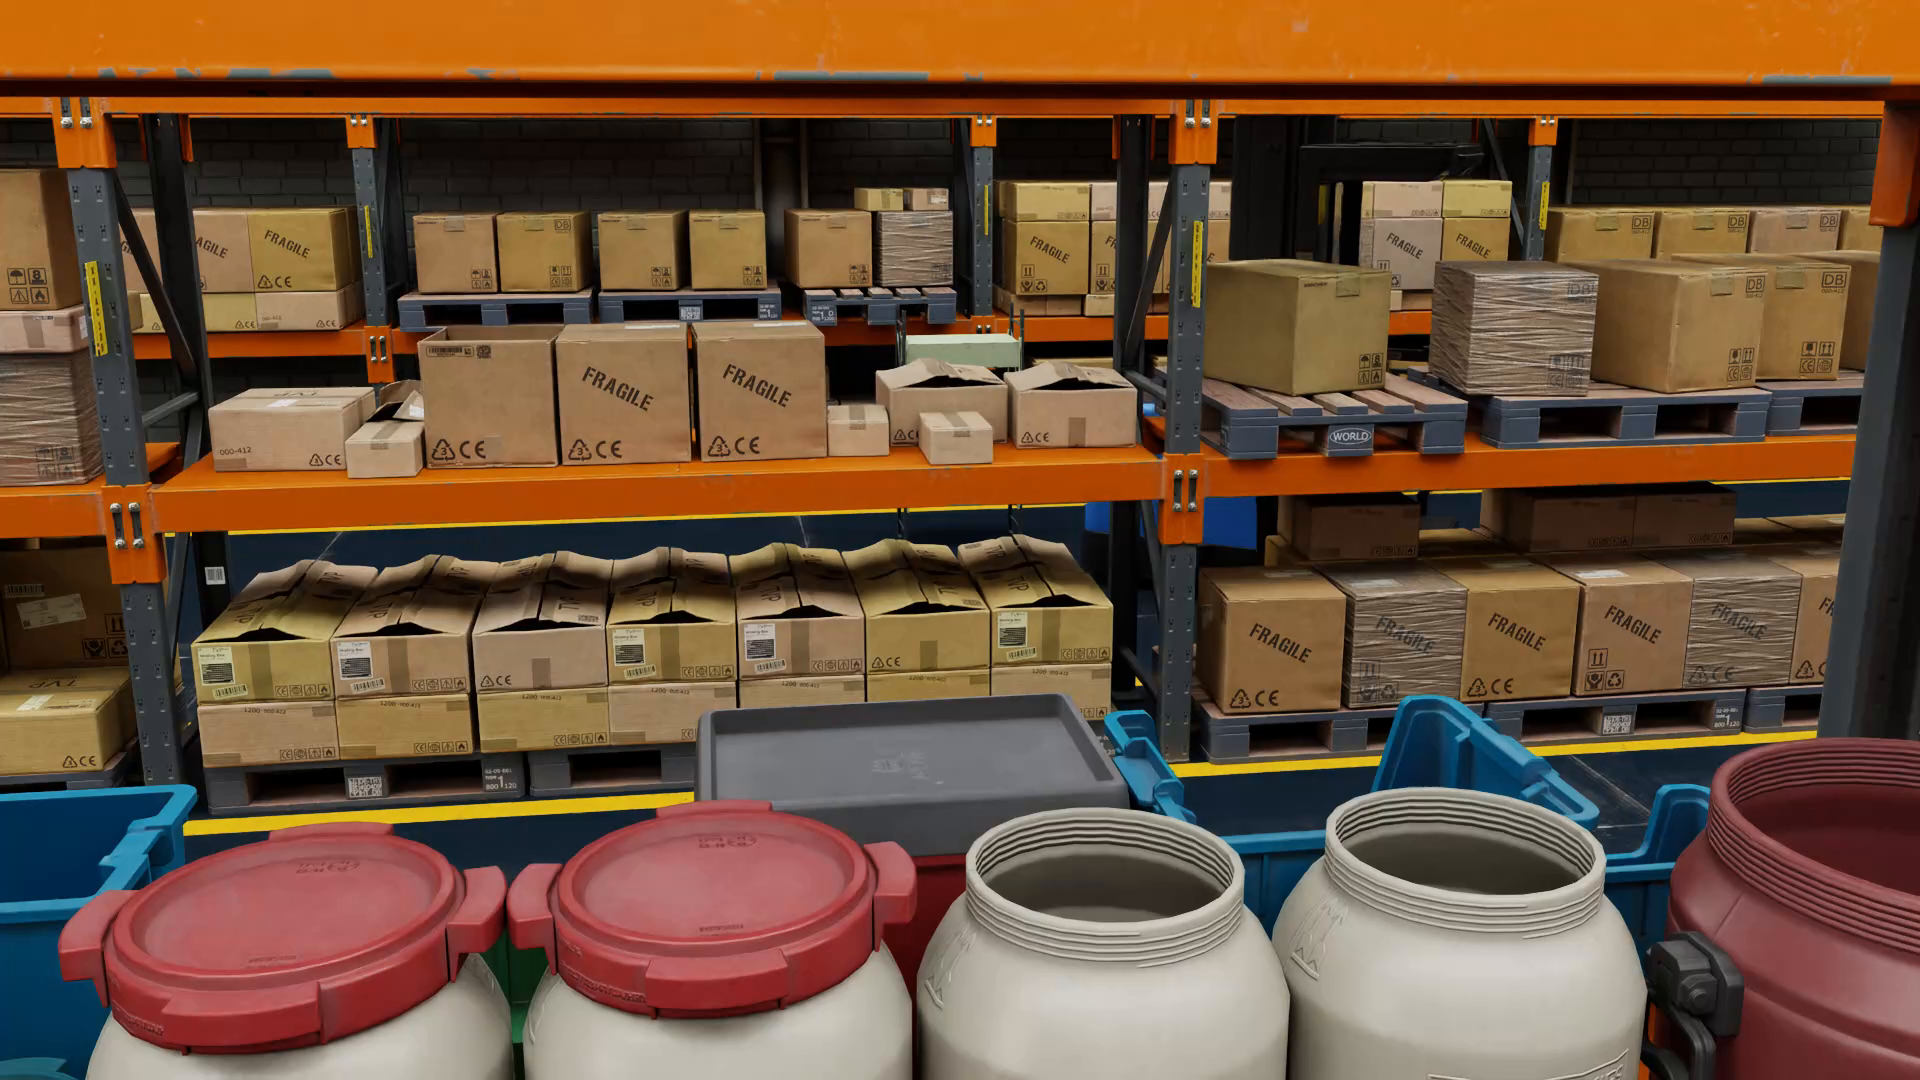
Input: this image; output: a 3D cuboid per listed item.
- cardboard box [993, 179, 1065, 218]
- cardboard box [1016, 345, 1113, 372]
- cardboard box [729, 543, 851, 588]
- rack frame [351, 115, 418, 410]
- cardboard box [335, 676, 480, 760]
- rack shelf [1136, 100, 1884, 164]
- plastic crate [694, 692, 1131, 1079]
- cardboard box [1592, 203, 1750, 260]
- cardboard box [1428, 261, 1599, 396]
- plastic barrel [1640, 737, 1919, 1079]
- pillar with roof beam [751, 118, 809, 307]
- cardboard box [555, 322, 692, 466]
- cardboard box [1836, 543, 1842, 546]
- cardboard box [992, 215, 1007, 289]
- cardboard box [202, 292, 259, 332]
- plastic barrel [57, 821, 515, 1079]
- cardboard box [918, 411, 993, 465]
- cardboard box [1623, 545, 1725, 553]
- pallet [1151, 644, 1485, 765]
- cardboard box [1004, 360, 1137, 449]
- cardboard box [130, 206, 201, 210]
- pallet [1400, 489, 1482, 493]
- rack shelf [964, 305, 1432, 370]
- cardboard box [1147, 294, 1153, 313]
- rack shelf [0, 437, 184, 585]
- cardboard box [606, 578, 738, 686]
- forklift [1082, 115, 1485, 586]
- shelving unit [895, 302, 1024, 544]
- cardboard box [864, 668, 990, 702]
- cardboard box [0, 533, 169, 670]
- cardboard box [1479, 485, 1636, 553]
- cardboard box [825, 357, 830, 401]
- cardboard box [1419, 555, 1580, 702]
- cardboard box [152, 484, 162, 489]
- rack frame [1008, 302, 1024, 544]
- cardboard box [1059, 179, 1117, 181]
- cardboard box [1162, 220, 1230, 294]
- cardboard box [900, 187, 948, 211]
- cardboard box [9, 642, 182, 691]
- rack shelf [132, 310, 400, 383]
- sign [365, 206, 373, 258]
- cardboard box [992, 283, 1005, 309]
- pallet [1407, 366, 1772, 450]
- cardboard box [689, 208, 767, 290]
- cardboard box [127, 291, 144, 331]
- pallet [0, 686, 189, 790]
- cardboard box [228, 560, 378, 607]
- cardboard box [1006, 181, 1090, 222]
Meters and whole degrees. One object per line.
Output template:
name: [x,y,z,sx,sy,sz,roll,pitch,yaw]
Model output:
cardboard box: [0.496,-2.471,12.010,0.500,0.250,0.500,-2,14,-7]
cardboard box: [0.833,-0.982,12.029,0.750,0.750,0.750,-2,14,-9]
cardboard box: [-0.757,0.210,7.353,0.500,0.311,0.500,-2,14,-10]
rack frame: [-3.869,-1.681,11.260,0.127,3.000,1.000,-2,14,-8]
cardboard box: [-2.186,0.667,6.686,0.500,0.250,0.500,-2,14,-7]
rack shelf: [2.805,-1.813,7.099,4.000,0.370,1.077,-2,14,-8]
plastic crate: [-0.082,0.511,2.388,0.583,0.464,0.402,-2,14,-8]
cardboard box: [5.303,-2.158,12.542,0.700,0.700,0.980,-2,14,-10]
cardboard box: [2.366,-0.924,7.172,0.500,0.500,0.700,1,14,2]
plastic barrel: [1.148,0.580,1.962,0.708,0.536,0.600,-2,14,-8]
pillar with roof beam: [-0.687,-3.862,7.621,0.400,9.000,9.100,-2,14,-8]
cardboard box: [-1.350,-0.600,6.741,0.500,0.500,0.500,-2,14,-8]
cardboard box: [4.338,0.306,7.570,0.500,0.500,0.500,-2,14,-9]
cardboard box: [0.514,-2.109,12.108,0.500,0.500,0.500,-2,14,-8]
cardboard box: [-4.787,-1.512,10.853,0.500,0.250,0.500,-2,14,-8]
plastic barrel: [-0.689,0.627,1.775,0.433,0.535,0.433,0,14,0]
cardboard box: [-0.021,-0.414,6.723,0.250,0.149,0.380,-2,14,-8]
cardboard box: [3.247,0.216,7.927,0.500,0.500,0.500,-2,14,-8]
pallet: [1.572,0.700,7.498,1.213,0.211,1.003,-2,14,-8]
cardboard box: [0.461,-0.589,7.087,0.500,0.311,0.500,-1,14,-5]
cardboard box: [-5.371,-1.981,11.179,0.500,0.500,0.500,-2,14,-7]
pallet: [3.290,-0.573,12.571,1.213,0.211,1.003,-2,14,-8]
rack shelf: [2.064,-1.550,12.215,4.000,0.370,1.077,-2,14,-8]
cardboard box: [1.202,-1.706,11.831,0.250,0.149,0.380,-2,14,-9]
rack shelf: [-5.105,-0.069,6.308,4.000,0.370,1.077,-2,14,-8]
cardboard box: [-1.162,0.357,6.769,0.500,0.311,0.500,-2,14,-7]
forklift: [2.274,-1.134,9.219,3.031,2.935,1.130,7,15,24]
shelving unit: [-0.007,-0.727,10.538,0.755,1.500,0.431,-2,14,-8]
cardboard box: [-0.165,0.592,6.983,0.500,0.250,0.500,-2,14,-9]
cardboard box: [-3.633,0.218,6.935,0.500,0.500,0.500,-2,14,-8]
cardboard box: [2.784,-0.131,7.771,0.500,0.250,0.500,-2,14,-9]
cardboard box: [-1.191,-1.147,11.821,0.500,0.250,0.500,-2,14,-7]
cardboard box: [2.334,0.379,7.278,0.500,0.500,0.500,-2,14,-9]
cardboard box: [-5.454,-0.459,11.341,0.250,0.149,0.380,-3,14,-13]
rack frame: [0.355,-0.740,10.591,0.023,1.500,0.400,-2,14,-8]
cardboard box: [1.008,-2.489,12.082,0.500,0.250,0.500,-3,14,-10]
cardboard box: [1.615,-2.019,11.749,0.500,0.500,0.500,-2,14,-9]
cardboard box: [-0.251,-2.383,11.615,0.250,0.149,0.380,-4,15,-16]
cardboard box: [-3.631,0.584,7.016,0.500,0.250,0.500,-2,14,-8]
rack shelf: [-5.847,-1.260,11.059,4.000,0.370,1.077,-2,14,-8]
sign: [-3.781,-1.971,10.635,0.005,0.325,0.100,-2,14,-8]
cardboard box: [0.370,-1.788,12.159,0.250,0.149,0.380,-2,14,-7]
pallet: [2.750,-0.613,7.396,1.213,0.211,1.003,-2,14,-8]
cardboard box: [-1.606,-2.018,11.493,0.500,0.500,0.700,-2,14,-8]
cardboard box: [-3.422,-0.890,6.565,0.250,0.149,0.380,-2,14,-8]
pallet: [-3.920,0.881,6.774,1.213,0.211,1.003,-2,14,-8]
cardboard box: [-2.770,0.284,7.058,0.500,0.311,0.500,-2,14,-8]
cardboard box: [0.602,-2.348,11.518,0.500,0.250,0.500,-2,14,-7]
